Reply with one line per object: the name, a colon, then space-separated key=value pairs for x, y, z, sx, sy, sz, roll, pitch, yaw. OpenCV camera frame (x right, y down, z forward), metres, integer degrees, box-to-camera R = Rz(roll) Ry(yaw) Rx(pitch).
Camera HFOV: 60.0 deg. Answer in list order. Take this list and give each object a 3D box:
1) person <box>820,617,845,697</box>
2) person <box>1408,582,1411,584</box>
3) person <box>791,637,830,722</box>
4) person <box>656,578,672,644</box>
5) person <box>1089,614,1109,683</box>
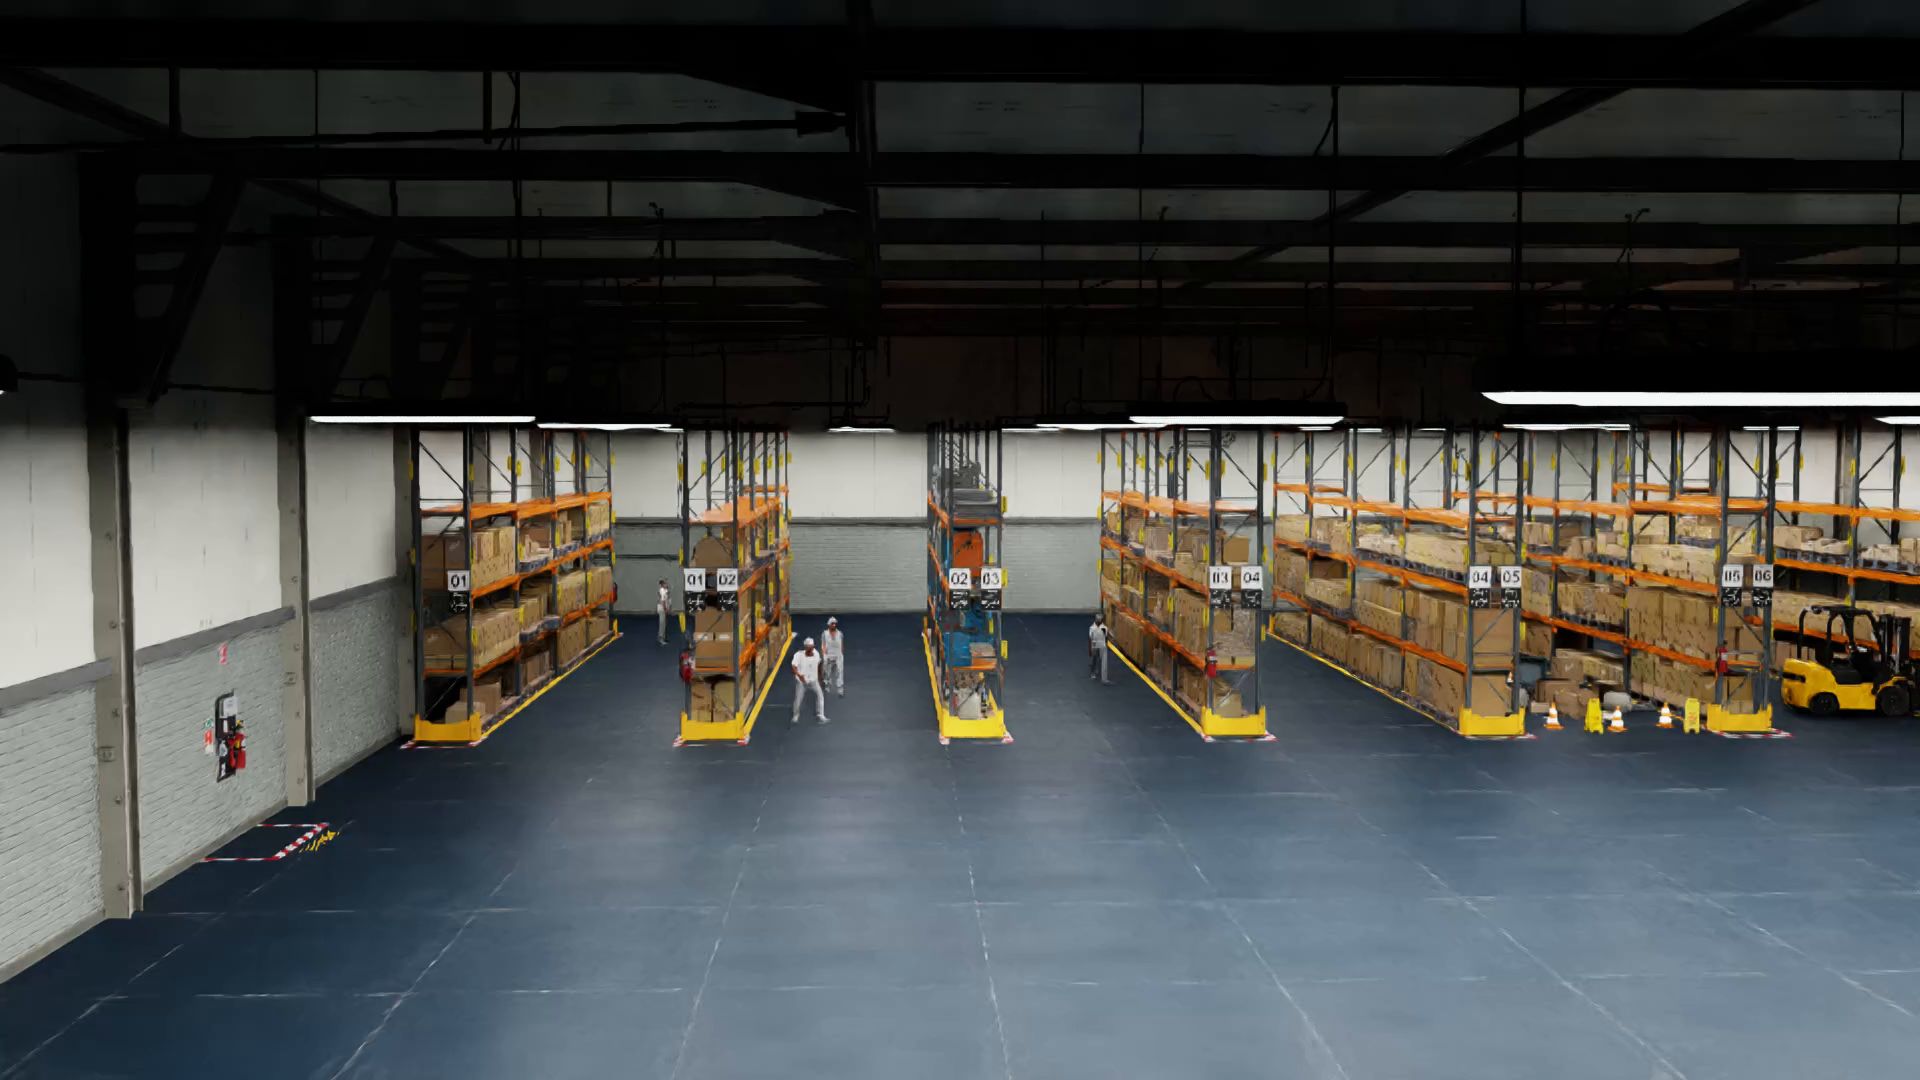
person: x=-2.771 y=2.533 z=36.137 sx=0.528 sy=1.727 sz=1.030 roll=-1 pitch=4 yaw=-11
person: x=11.823 y=1.996 z=44.053 sx=0.571 sy=1.786 sz=0.648 roll=2 pitch=4 yaw=24
person: x=-3.019 y=2.753 z=32.927 sx=0.711 sy=1.695 sz=0.815 roll=-1 pitch=4 yaw=-22
person: x=-8.059 y=1.929 z=45.329 sx=0.419 sy=1.760 sz=0.691 roll=-1 pitch=4 yaw=-14
person: x=3.181 y=2.463 z=38.243 sx=0.456 sy=1.589 sz=1.088 roll=0 pitch=4 yaw=0
